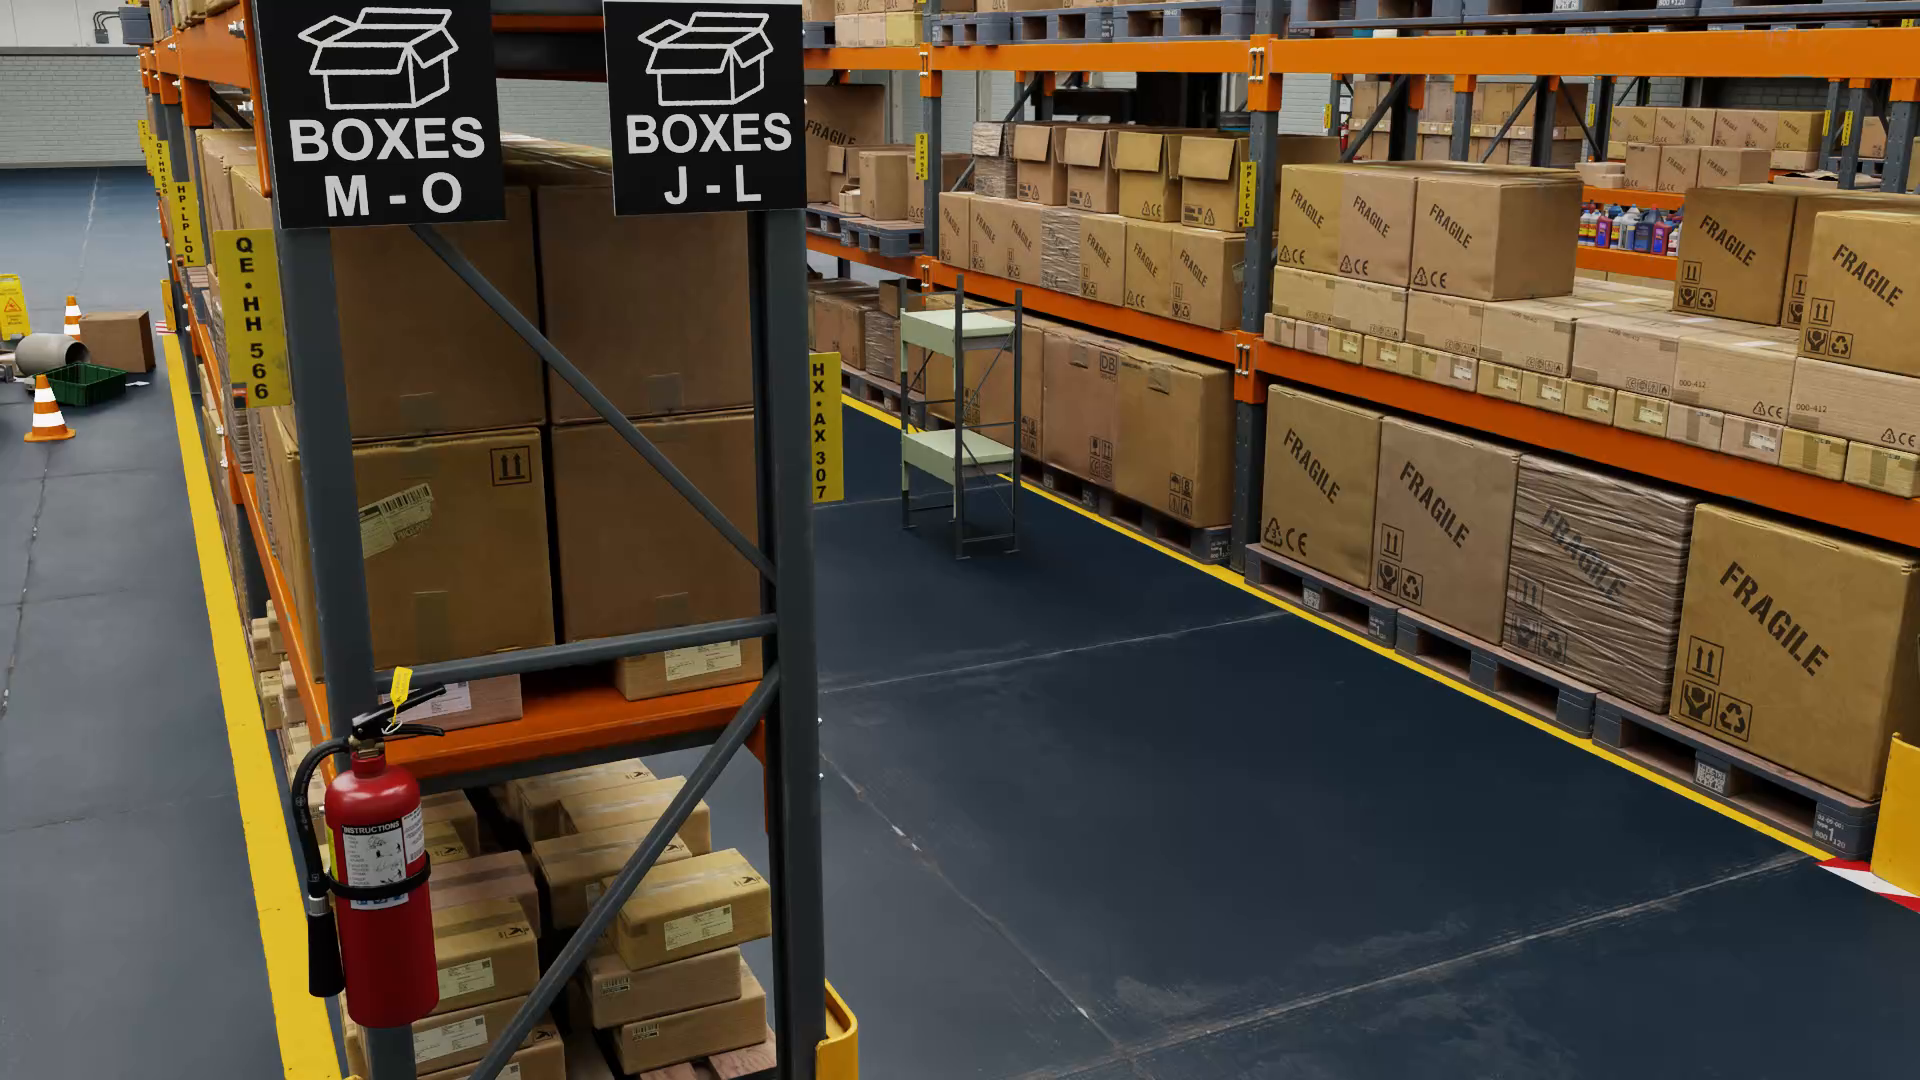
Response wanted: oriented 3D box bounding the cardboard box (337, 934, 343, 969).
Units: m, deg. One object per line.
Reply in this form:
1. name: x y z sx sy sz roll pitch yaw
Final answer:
1. cardboard box: -1.505 1.043 4.547 0.380 0.149 0.250 -8 18 -27

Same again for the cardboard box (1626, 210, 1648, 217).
1. cardboard box: 10.286 -4.832 25.227 0.500 0.311 0.500 -10 19 -31

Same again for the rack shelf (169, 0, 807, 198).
1. rack shelf: -1.664 -1.350 4.882 1.077 0.370 4.000 -8 18 -25

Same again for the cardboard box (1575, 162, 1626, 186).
1. cardboard box: 7.619 -4.315 19.620 0.500 0.250 0.500 -6 17 -21

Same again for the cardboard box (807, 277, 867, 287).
1. cardboard box: -1.293 -2.163 15.583 0.700 0.500 0.500 -9 18 -29

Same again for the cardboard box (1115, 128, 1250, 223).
1. cardboard box: 1.385 -2.183 9.920 0.797 0.503 0.637 -7 18 -24

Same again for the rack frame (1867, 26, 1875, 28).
1. rack frame: 9.117 -6.395 15.723 1.000 3.000 0.127 -8 18 -25

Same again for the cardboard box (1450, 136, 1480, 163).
1. cardboard box: 6.711 -4.916 21.262 0.700 0.500 0.500 -7 18 -24

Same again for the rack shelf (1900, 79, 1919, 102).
1. rack shelf: 7.291 -2.523 8.969 1.077 0.370 4.000 -8 18 -25

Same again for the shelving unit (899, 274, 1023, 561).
1. shelving unit: -0.003 -0.723 9.550 0.431 1.500 0.755 -8 18 -25

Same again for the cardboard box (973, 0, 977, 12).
1. cardboard box: 0.235 -4.193 12.400 0.500 0.500 0.500 -7 18 -24

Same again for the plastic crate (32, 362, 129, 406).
1. plastic crate: -7.299 -1.294 13.816 0.450 0.188 0.662 11 16 1

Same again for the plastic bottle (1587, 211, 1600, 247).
1. plastic bottle: 4.992 -2.445 13.065 0.097 0.271 0.097 0 16 0

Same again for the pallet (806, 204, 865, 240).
1. pallet: -0.694 -2.709 14.102 1.003 0.211 1.213 -8 18 -25

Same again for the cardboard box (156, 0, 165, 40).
1. cardboard box: -3.833 -2.811 8.489 0.500 0.500 0.500 -8 18 -25

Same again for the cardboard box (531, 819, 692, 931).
1. cardboard box: -0.941 0.900 4.505 0.380 0.149 0.250 -7 18 -24

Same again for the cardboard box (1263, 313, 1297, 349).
1. cardboard box: 1.793 -1.090 8.565 0.380 0.149 0.250 -8 18 -25

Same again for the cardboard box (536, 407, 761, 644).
1. cardboard box: -0.737 -0.093 3.918 0.500 0.500 0.500 -7 17 -22

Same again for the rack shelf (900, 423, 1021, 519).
1. rack shelf: -0.003 -0.409 9.640 0.431 0.370 0.720 -8 18 -25

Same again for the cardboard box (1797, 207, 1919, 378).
1. cardboard box: 3.265 -0.852 5.656 0.500 0.500 0.500 -7 18 -24

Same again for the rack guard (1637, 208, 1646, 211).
1. rack guard: 10.097 -4.875 25.831 1.175 0.500 0.348 -8 18 -25

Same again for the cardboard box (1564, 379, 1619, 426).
1. cardboard box: 2.700 -0.577 6.779 0.380 0.149 0.250 -8 18 -25

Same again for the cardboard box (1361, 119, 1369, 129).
1. cardboard box: 5.708 -5.667 22.703 0.380 0.149 0.250 -8 18 -26

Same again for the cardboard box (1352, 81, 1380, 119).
1. cardboard box: 5.828 -6.037 22.816 0.700 0.500 0.500 -8 18 -25

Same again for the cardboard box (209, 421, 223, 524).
1. cardboard box: -3.989 -0.411 9.516 0.500 0.500 0.500 -7 18 -24

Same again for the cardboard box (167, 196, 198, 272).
1. cardboard box: -5.168 -2.117 11.507 0.500 0.500 0.500 -8 18 -26

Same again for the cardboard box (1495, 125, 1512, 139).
1. cardboard box: 6.829 -5.031 20.488 0.380 0.149 0.250 -8 18 -27

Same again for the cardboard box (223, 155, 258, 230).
1. cardboard box: -1.670 -0.766 4.450 0.500 0.500 0.500 -7 17 -22

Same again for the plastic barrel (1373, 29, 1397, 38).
1. plastic barrel: 3.895 -4.577 15.074 0.301 0.262 0.301 0 16 0

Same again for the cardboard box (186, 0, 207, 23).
1. cardboard box: -1.911 -1.588 4.680 0.500 0.250 0.500 -7 17 -22

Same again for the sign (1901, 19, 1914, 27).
1. sign: 5.919 -3.302 10.367 0.100 0.325 0.005 -8 18 -25

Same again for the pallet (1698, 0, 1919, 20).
1. pallet: 3.380 -1.914 5.705 1.003 0.211 1.213 -8 18 -25

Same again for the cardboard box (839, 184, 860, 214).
1. cardboard box: -0.763 -2.834 13.670 0.396 0.266 0.258 -8 18 -26

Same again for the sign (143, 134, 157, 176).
1. sign: -6.544 -3.120 13.472 0.100 0.325 0.005 -8 18 -25

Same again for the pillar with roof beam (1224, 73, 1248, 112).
1. pillar with roof beam: 2.021 -11.365 33.040 9.100 9.000 0.400 -8 18 -25

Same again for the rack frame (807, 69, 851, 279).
1. rack frame: -1.542 -3.308 15.838 1.000 3.000 0.127 -8 18 -25

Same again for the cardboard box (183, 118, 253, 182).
1. cardboard box: -5.154 -2.761 11.942 0.700 0.500 0.500 -8 18 -25

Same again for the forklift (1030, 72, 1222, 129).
1. forklift: 1.163 -2.410 12.836 3.031 2.935 1.130 8 18 27

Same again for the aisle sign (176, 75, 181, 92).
1. aisle sign: -8.098 -4.956 16.870 0.394 0.787 0.004 -8 18 -25

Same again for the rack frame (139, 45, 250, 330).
1. rack frame: -7.798 -3.725 17.293 1.000 3.000 0.127 -8 18 -25

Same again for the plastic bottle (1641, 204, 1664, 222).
1. plastic bottle: 5.313 -2.412 12.807 0.144 0.351 0.185 -8 18 -25

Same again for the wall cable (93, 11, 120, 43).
1. wall cable: -21.872 -16.210 43.758 2.305 6.003 0.169 -8 18 -25

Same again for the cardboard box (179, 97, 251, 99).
1. cardboard box: -6.634 -3.693 14.951 0.875 0.550 0.550 -8 18 -25

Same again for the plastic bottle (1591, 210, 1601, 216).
1. plastic bottle: 5.358 -2.682 14.019 0.097 0.201 0.097 0 16 0

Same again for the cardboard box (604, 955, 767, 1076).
1. cardboard box: -0.730 1.242 4.391 0.380 0.149 0.250 -7 18 -24

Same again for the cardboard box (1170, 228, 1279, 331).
1. cardboard box: 1.512 -1.455 9.201 0.500 0.500 0.500 -8 18 -25

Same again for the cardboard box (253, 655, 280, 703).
1. cardboard box: -2.670 0.548 6.810 0.380 0.149 0.250 -9 18 -27

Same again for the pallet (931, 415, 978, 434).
1. pallet: 0.488 -0.771 12.054 1.003 0.211 1.213 -8 18 -25

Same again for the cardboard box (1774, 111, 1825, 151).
1. cardboard box: 11.331 -5.481 22.289 0.500 0.500 0.500 -8 18 -25

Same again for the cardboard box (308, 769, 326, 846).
1. cardboard box: -1.758 0.774 4.943 0.380 0.149 0.250 -7 17 -23

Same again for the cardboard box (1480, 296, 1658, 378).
1. cardboard box: 2.587 -0.872 7.083 0.500 0.250 0.500 -8 18 -25

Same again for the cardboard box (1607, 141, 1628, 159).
1. cardboard box: 9.992 -5.873 25.015 0.500 0.250 0.500 -8 18 -27

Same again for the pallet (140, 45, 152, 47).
1. pallet: -5.115 -3.523 11.492 1.003 0.211 1.213 -7 17 -22

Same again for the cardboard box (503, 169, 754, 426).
1. cardboard box: -0.746 -0.573 3.775 0.500 0.500 0.500 -8 18 -25
